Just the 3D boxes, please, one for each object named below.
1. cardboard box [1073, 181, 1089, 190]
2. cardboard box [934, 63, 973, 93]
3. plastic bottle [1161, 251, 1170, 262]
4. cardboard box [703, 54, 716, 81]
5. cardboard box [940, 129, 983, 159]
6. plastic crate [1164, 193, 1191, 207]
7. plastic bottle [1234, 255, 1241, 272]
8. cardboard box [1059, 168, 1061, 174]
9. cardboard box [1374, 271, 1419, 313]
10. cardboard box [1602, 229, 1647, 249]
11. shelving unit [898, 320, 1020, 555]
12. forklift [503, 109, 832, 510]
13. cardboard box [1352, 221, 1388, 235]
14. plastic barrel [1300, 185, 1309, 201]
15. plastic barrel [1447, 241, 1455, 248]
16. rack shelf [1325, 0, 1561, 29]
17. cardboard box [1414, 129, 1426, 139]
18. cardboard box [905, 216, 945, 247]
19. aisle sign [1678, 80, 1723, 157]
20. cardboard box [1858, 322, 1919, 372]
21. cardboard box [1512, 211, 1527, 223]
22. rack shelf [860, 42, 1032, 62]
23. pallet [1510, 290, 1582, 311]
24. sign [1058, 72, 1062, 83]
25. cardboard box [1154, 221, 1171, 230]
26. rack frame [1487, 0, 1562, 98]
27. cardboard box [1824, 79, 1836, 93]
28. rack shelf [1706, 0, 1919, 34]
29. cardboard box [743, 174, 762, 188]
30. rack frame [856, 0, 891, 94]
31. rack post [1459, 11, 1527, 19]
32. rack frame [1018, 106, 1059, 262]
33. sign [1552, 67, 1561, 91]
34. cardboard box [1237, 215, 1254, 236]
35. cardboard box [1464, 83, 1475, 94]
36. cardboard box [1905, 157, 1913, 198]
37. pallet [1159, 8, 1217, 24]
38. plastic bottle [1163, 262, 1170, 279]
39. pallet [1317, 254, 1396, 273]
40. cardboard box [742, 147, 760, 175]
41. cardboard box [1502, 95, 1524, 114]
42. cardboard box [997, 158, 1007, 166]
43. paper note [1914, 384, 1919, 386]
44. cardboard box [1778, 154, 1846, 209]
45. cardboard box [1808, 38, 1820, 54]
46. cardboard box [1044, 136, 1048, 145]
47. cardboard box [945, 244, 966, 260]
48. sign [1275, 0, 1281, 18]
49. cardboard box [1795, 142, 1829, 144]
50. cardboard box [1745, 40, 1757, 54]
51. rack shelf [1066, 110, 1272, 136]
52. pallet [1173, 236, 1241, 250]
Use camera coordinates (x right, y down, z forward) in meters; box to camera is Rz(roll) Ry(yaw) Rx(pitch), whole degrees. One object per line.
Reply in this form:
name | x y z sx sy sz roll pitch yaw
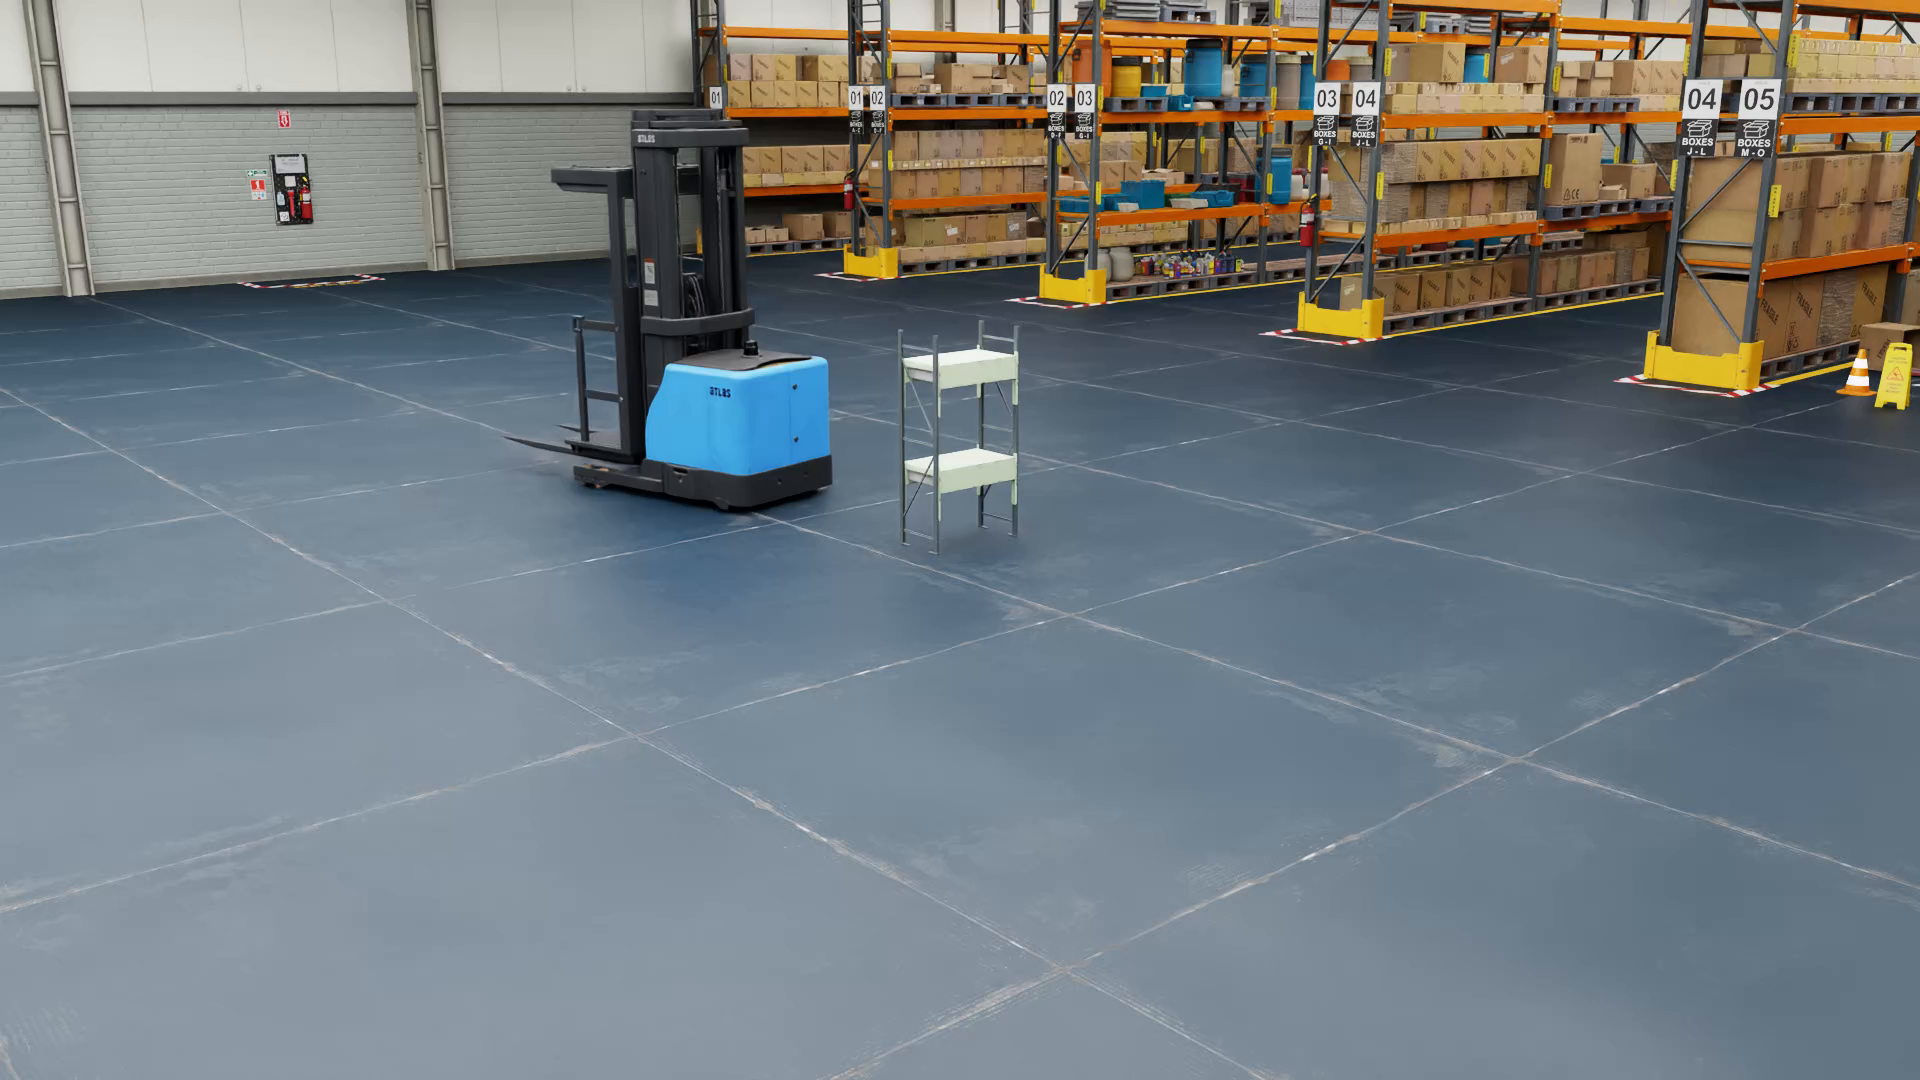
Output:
cardboard box | 2.273 -6.765 31.749 0.250 0.149 0.380 -13 19 -39
cardboard box | -0.115 -8.094 29.149 0.500 0.500 0.500 -13 19 -39
plastic bottle | 3.375 -4.584 27.378 0.185 0.351 0.144 -13 20 -40
cardboard box | -4.648 -9.176 32.307 0.500 0.500 0.500 -12 19 -37
cardboard box | 0.004 -7.119 29.883 0.500 0.500 0.700 -13 19 -39
plastic crate | 3.510 -5.533 27.063 0.662 0.188 0.450 -13 19 -39
plastic bottle | 4.573 -4.565 27.439 0.133 0.283 0.061 -11 19 -37
cardboard box | 2.086 -8.386 37.779 0.250 0.149 0.380 -12 19 -38
cardboard box | 5.864 -3.375 22.601 0.500 0.500 0.500 -7 17 -25
cardboard box | 10.503 -4.772 26.340 0.500 0.250 0.500 -12 19 -37
shelving unit | -0.005 -0.723 11.552 0.755 1.500 0.431 -13 19 -39
forklift | -2.493 -1.922 13.267 3.031 2.935 1.130 11 18 35
cardboard box | 5.325 -4.049 21.584 0.250 0.149 0.380 -13 19 -39
plastic barrel | 5.819 -5.938 28.437 0.301 0.262 0.301 0 15 0
plastic barrel | 9.314 -5.880 31.957 0.421 0.512 0.421 0 15 0
rack shelf | 6.462 -7.057 22.132 4.000 0.370 1.077 -13 19 -39
cardboard box | 10.368 -9.211 38.290 0.500 0.500 0.500 -13 20 -40
cardboard box | -0.620 -5.467 29.467 0.500 0.500 0.500 -13 19 -39
aisle sign | 7.882 -4.488 17.704 0.004 0.787 0.394 -13 19 -39
cardboard box | 10.653 -2.195 18.992 0.500 0.500 0.500 -9 17 -30
cardboard box | 7.807 -4.591 23.612 0.250 0.149 0.380 -13 19 -39
rack shelf | -0.275 -10.436 35.550 4.000 0.370 1.077 -13 19 -39
pallet | 8.557 -3.631 24.936 1.213 0.211 1.003 -13 19 -39
sign | 1.836 -8.405 30.436 0.005 0.325 0.100 -13 19 -39
cardboard box | 3.867 -6.373 33.223 0.500 0.311 0.500 -13 20 -40
rack frame | 7.971 -7.745 23.307 0.127 3.000 1.000 -13 19 -39
cardboard box | 9.174 -4.889 17.909 0.250 0.149 0.380 -12 19 -39
rack shelf | 9.642 -5.883 18.504 4.000 0.370 1.077 -13 19 -39
cardboard box | -4.225 -7.020 32.470 0.500 0.250 0.500 -13 20 -41
rack frame | -1.784 -10.638 34.138 0.127 3.000 1.000 -13 19 -39
rack post | 10.098 -9.891 31.489 0.954 0.300 0.937 -13 20 -40
rack frame | 1.471 -6.776 31.304 0.127 3.000 1.000 -13 19 -39
sign | 8.333 -6.441 23.237 0.005 0.325 0.100 -13 19 -39
cardboard box | 5.792 -6.653 34.837 0.500 0.500 0.500 -13 20 -40
cardboard box | 6.663 -6.052 22.299 0.250 0.149 0.380 -14 20 -41
cardboard box | 11.521 -4.480 20.580 0.500 0.500 0.700 -13 20 -40
pallet | 3.195 -8.072 25.672 1.213 0.211 1.003 -13 19 -39
plastic bottle | 3.274 -4.274 26.372 0.097 0.271 0.097 0 15 0
pallet | 7.127 -5.017 30.125 1.213 0.211 1.003 -13 19 -39
cardboard box | -4.244 -7.384 32.379 0.500 0.500 0.500 -13 19 -39
cardboard box | 7.397 -6.009 22.911 0.500 0.250 0.500 -12 19 -38
cardboard box | 0.637 -6.878 30.235 0.250 0.149 0.380 -13 20 -40
paper note | 10.399 -1.679 17.980 0.142 0.017 0.144 -6 16 -20
cardboard box | 9.304 -4.015 18.586 0.550 0.550 0.875 -13 19 -39
cardboard box | 8.783 -5.187 17.479 0.250 0.149 0.380 -13 19 -39
cardboard box | 1.767 -9.013 37.416 0.500 0.250 0.500 -12 19 -38
cardboard box | -0.244 -5.190 29.882 0.500 0.250 0.500 -13 19 -39
sign | 5.072 -8.499 26.536 0.005 0.325 0.100 -13 19 -39
cardboard box | 15.720 -7.110 30.818 0.500 0.500 0.500 -13 20 -41
cardboard box | 8.354 -5.316 17.959 0.250 0.149 0.380 -13 19 -39
rack shelf | 3.211 -6.574 26.129 4.000 0.370 1.077 -13 19 -39
pallet | 5.076 -6.225 34.646 1.213 0.211 1.003 -13 19 -39
